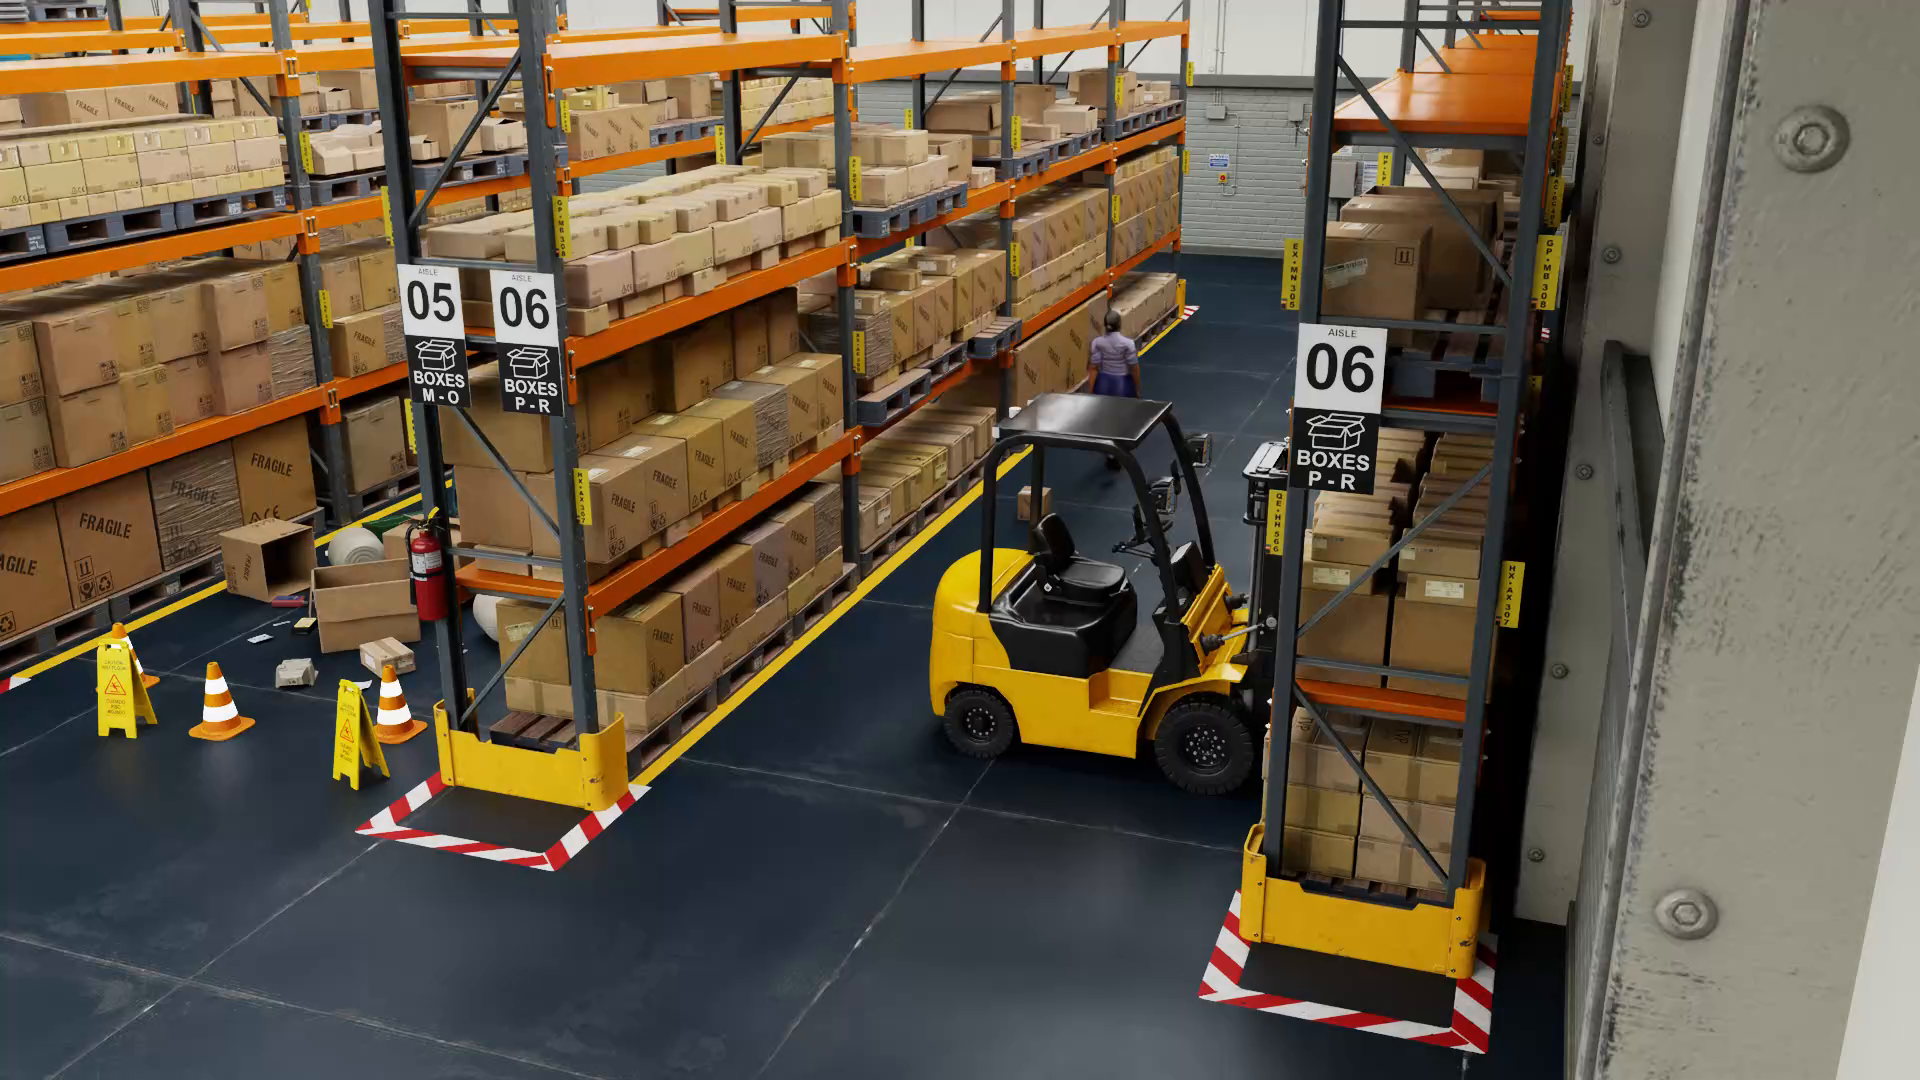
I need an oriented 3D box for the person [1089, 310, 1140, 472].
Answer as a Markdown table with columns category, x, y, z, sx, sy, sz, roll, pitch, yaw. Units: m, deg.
| category | x | y | z | sx | sy | sz | roll | pitch | yaw |
| --- | --- | --- | --- | --- | --- | --- | --- | --- | --- |
| person | 1.520 | -1.469 | 16.391 | 0.488 | 1.605 | 0.857 | 7 | 20 | 21 |
